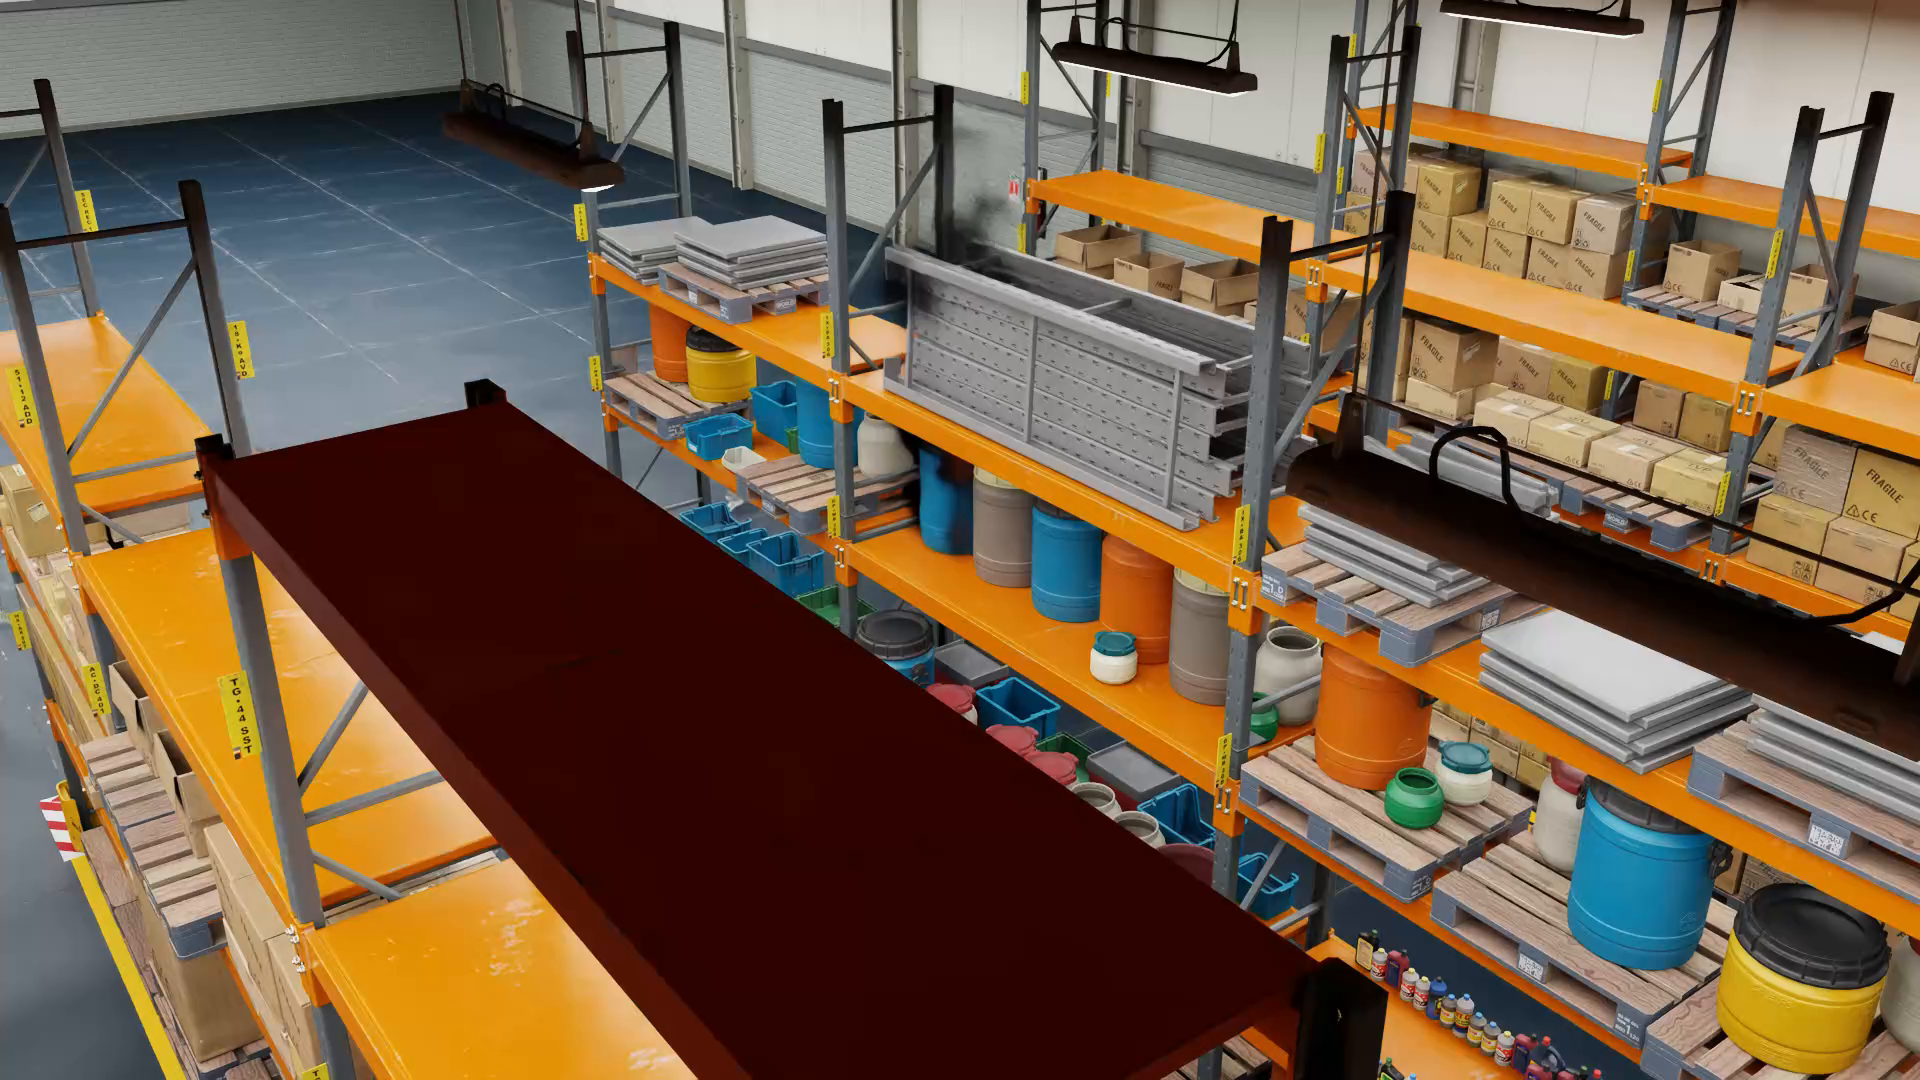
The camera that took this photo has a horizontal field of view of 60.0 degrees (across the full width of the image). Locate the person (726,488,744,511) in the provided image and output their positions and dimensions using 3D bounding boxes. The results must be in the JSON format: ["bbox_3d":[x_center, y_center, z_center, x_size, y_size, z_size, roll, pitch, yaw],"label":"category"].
[{"bbox_3d":[-2.468,-1.181,19.517,0.832,1.717,0.580,-8,26,-16],"label":"person"}]
